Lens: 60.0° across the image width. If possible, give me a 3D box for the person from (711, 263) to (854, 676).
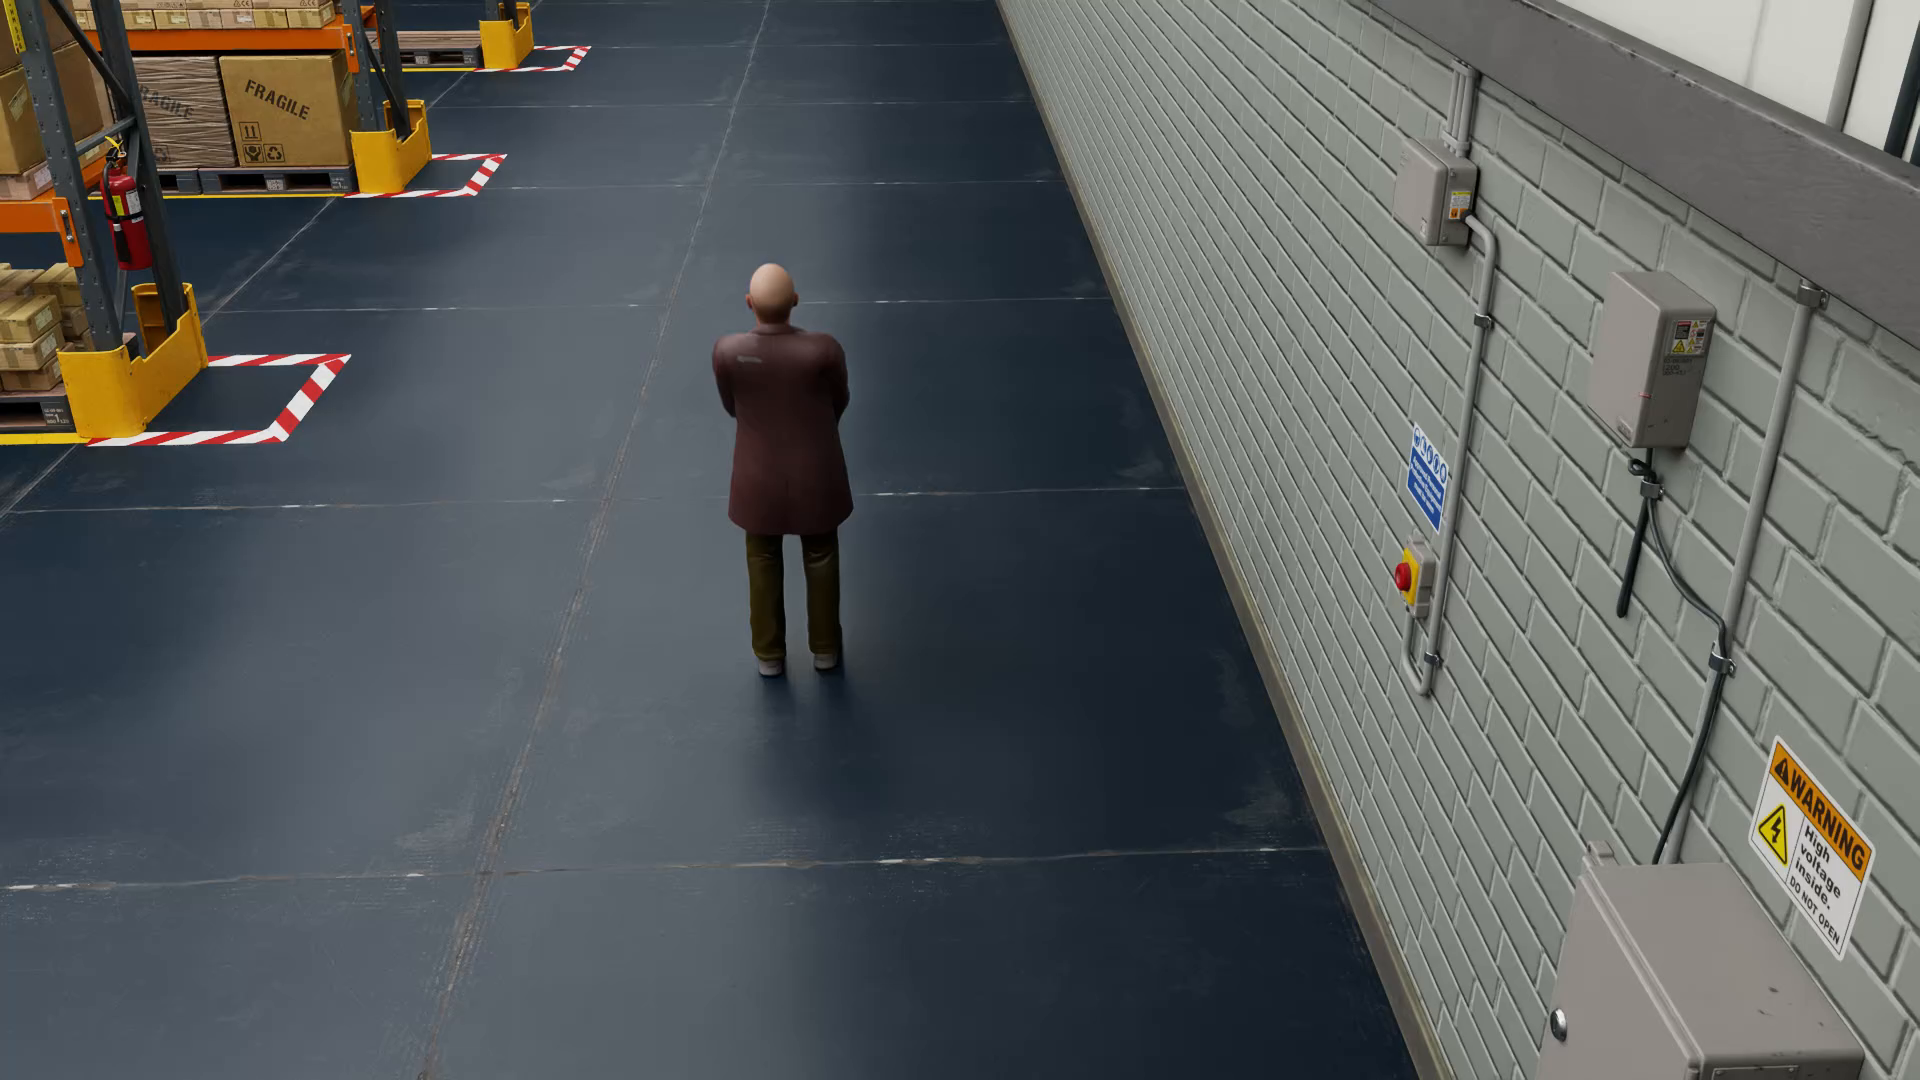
[{"bbox_3d":[-0.699,-0.319,6.763,0.527,1.769,0.563,-1,27,-2],"label":"person"}]
